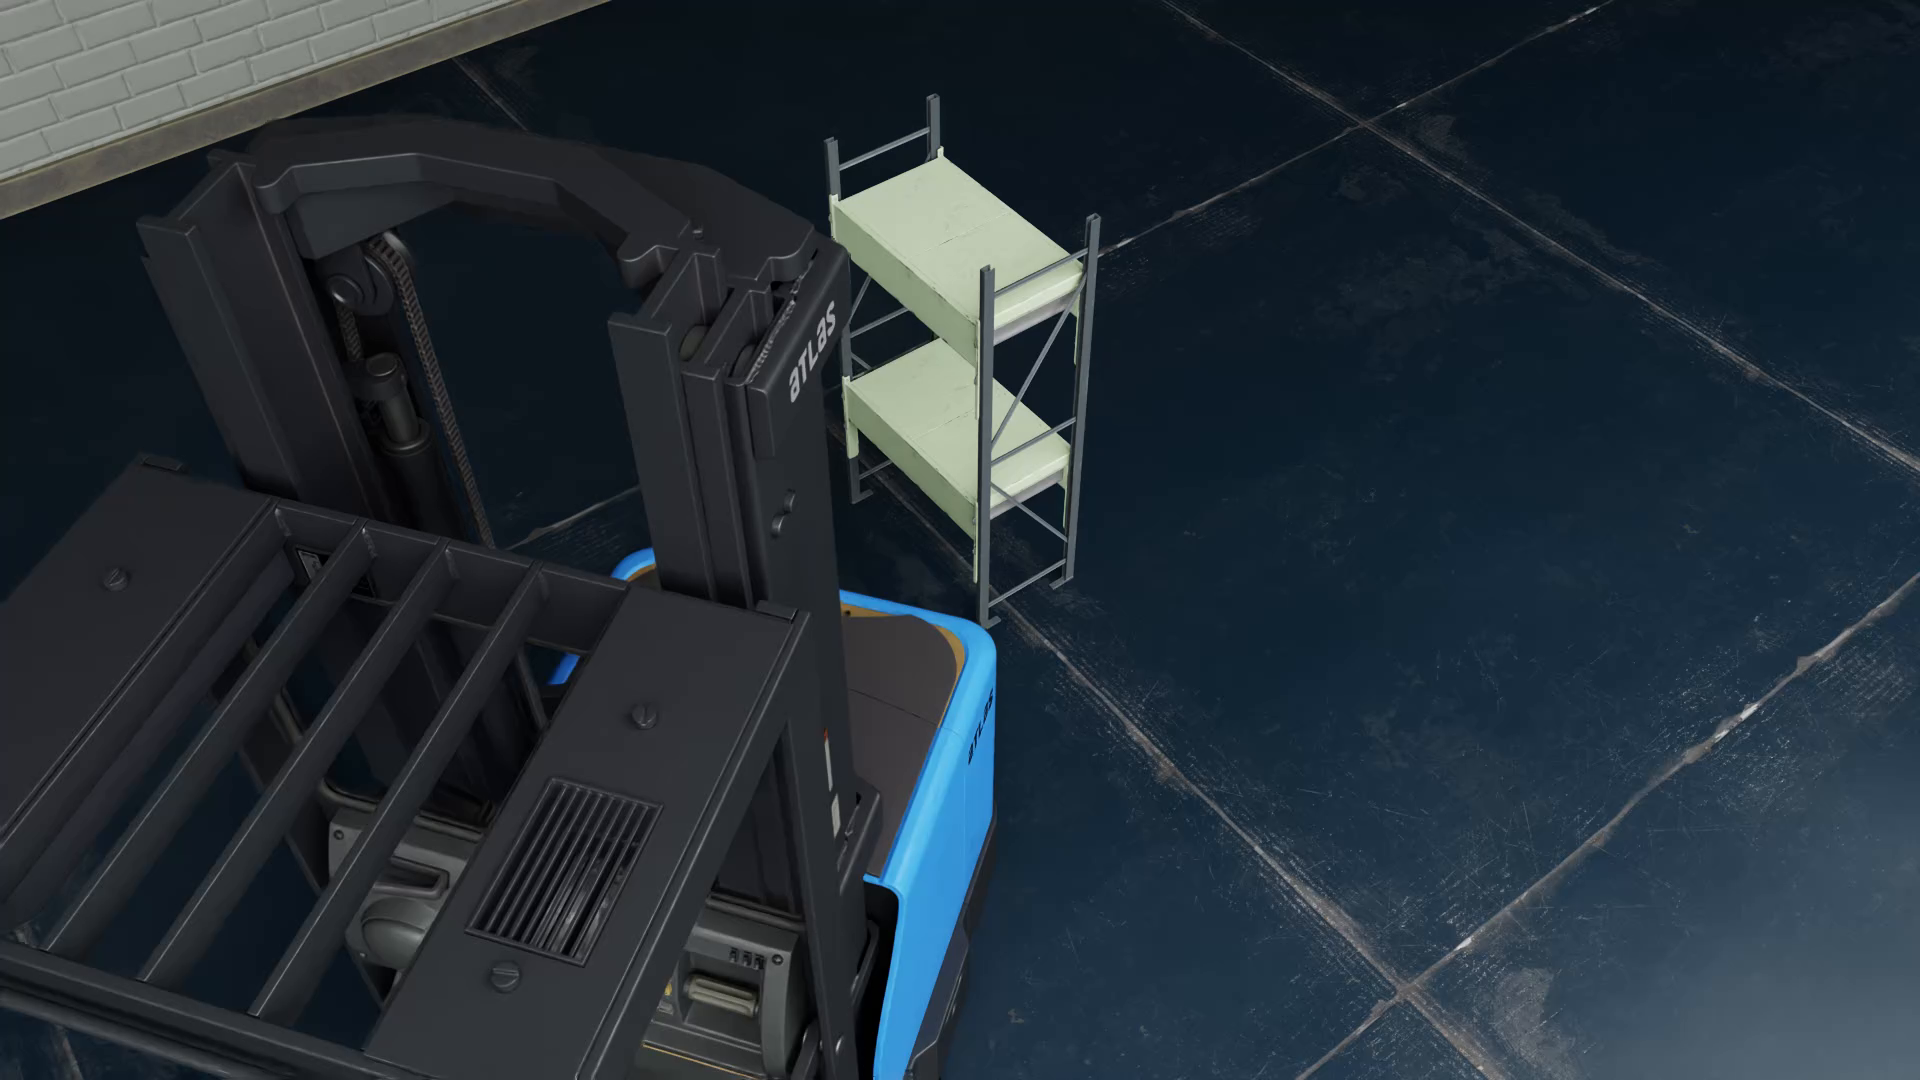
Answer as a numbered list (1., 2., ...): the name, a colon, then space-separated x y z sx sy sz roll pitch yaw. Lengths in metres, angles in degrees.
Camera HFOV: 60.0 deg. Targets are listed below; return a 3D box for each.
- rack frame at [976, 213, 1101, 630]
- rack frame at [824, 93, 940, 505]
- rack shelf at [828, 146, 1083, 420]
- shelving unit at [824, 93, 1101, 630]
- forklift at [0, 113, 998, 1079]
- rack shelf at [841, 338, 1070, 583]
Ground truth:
1. rack frame: 0.218 -0.292 5.002 0.400 1.500 0.023 -29 54 -24
2. rack frame: -0.226 -0.723 5.394 0.400 1.500 0.023 -29 54 -24
3. rack shelf: -0.004 -0.770 4.909 0.431 0.370 0.720 -29 54 -24
4. shelving unit: -0.004 -0.508 5.198 0.431 1.500 0.755 -29 54 -24
5. forklift: -0.813 0.889 2.966 1.130 2.935 3.031 13 49 11
6. rack shelf: -0.004 -0.289 5.439 0.431 0.370 0.720 -29 54 -24
